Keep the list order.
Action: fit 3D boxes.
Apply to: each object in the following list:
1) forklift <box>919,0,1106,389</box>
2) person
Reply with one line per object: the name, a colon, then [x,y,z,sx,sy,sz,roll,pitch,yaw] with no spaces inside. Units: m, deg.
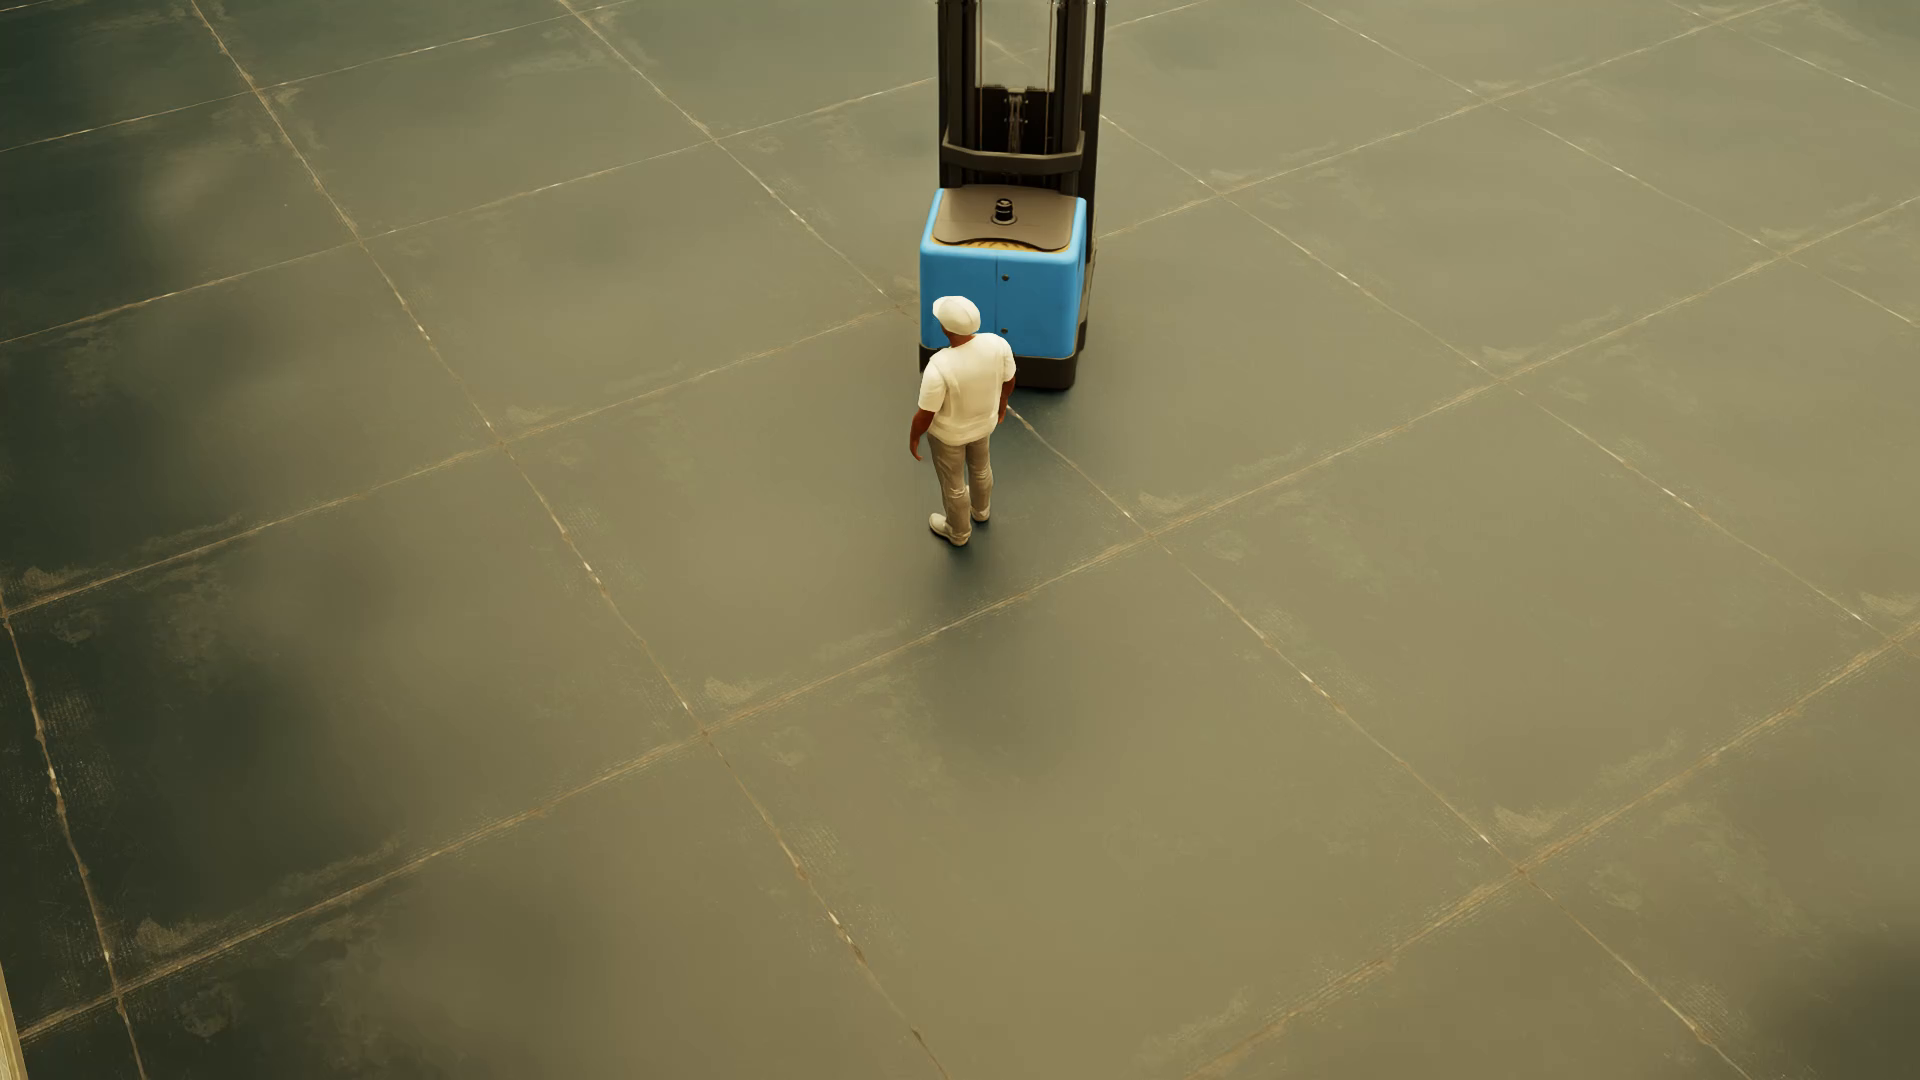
forklift: [0.433,-3.087,11.404,1.130,2.935,3.031,5,41,6]
person: [-0.032,-0.711,9.559,0.666,1.764,0.577,-23,46,-24]
